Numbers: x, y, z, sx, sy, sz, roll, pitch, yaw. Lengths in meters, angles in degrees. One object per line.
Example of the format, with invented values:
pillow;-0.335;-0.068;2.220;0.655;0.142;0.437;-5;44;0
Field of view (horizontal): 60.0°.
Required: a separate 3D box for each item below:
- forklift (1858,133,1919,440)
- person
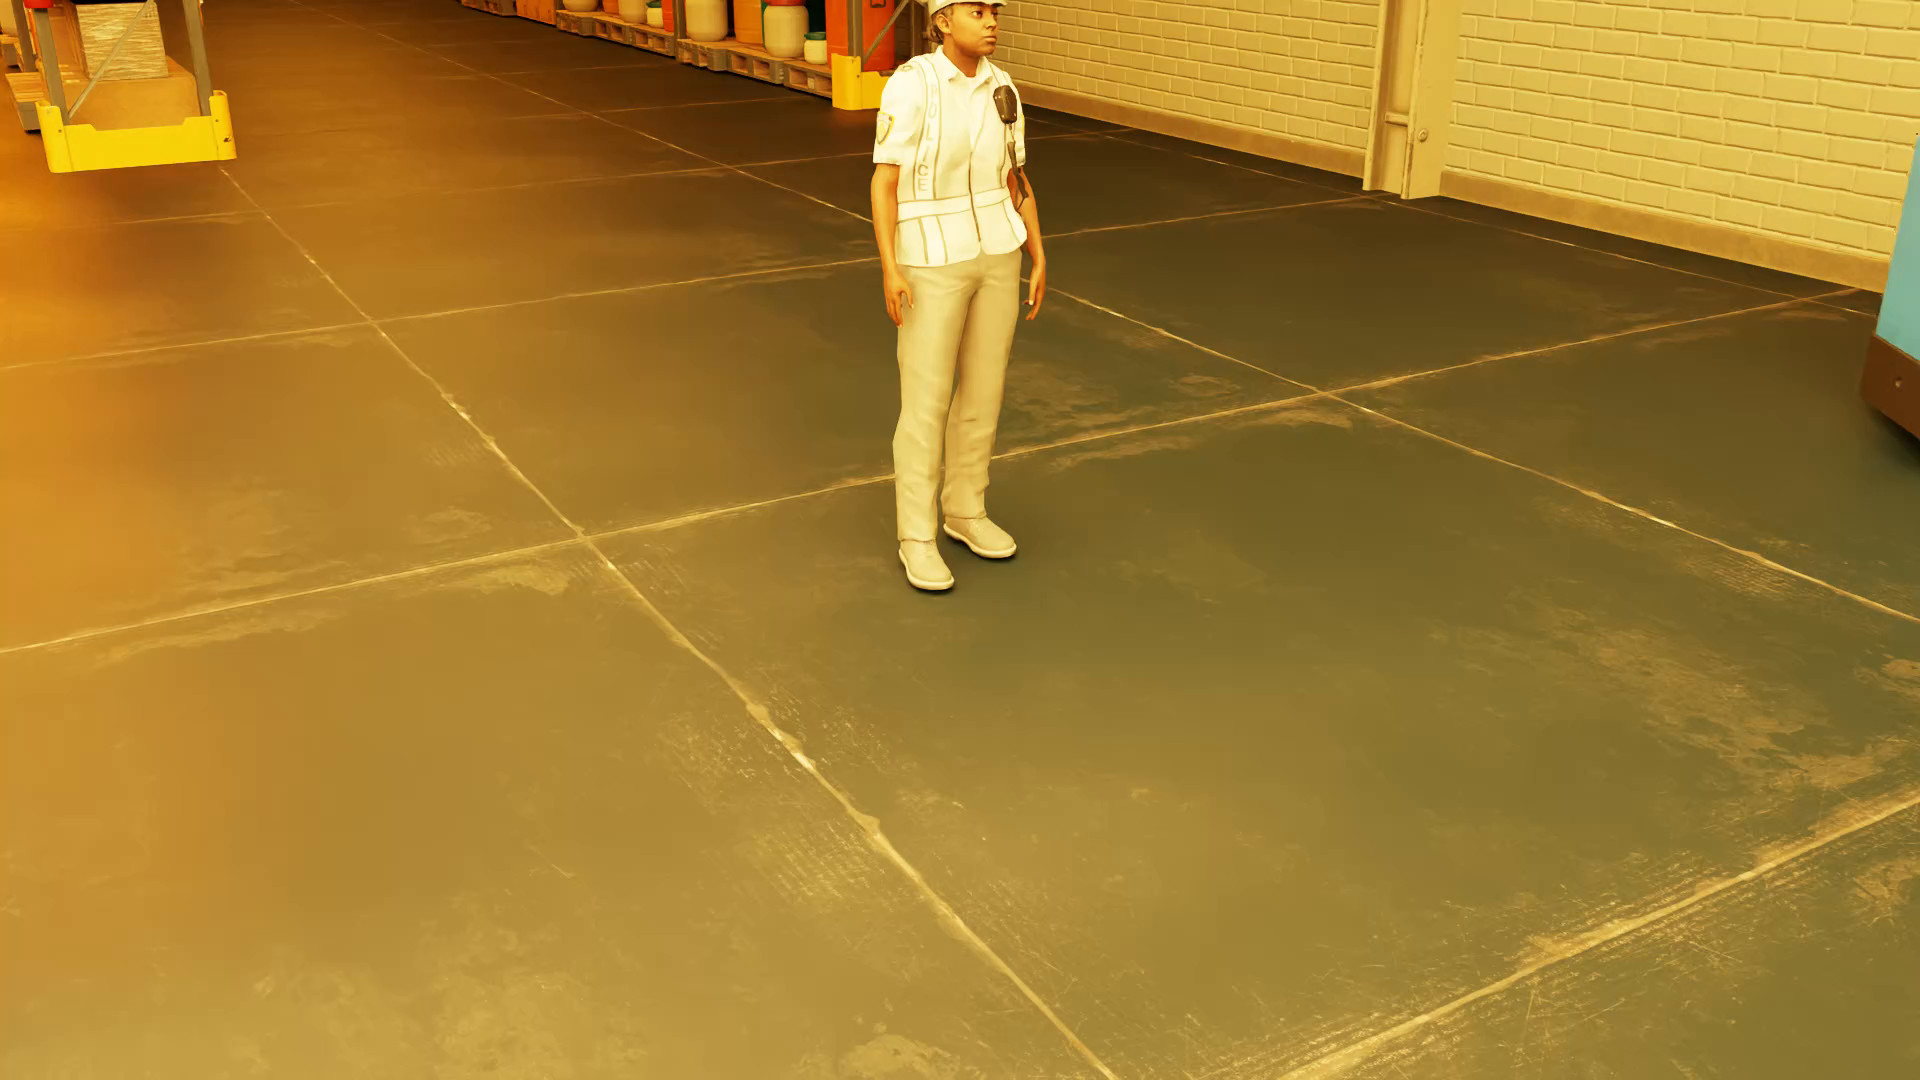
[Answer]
forklift;4.860;-1.621;5.225;3.031;2.935;1.130;2;22;4
person;0.020;-0.761;4.742;0.569;1.692;0.530;-12;25;-28
